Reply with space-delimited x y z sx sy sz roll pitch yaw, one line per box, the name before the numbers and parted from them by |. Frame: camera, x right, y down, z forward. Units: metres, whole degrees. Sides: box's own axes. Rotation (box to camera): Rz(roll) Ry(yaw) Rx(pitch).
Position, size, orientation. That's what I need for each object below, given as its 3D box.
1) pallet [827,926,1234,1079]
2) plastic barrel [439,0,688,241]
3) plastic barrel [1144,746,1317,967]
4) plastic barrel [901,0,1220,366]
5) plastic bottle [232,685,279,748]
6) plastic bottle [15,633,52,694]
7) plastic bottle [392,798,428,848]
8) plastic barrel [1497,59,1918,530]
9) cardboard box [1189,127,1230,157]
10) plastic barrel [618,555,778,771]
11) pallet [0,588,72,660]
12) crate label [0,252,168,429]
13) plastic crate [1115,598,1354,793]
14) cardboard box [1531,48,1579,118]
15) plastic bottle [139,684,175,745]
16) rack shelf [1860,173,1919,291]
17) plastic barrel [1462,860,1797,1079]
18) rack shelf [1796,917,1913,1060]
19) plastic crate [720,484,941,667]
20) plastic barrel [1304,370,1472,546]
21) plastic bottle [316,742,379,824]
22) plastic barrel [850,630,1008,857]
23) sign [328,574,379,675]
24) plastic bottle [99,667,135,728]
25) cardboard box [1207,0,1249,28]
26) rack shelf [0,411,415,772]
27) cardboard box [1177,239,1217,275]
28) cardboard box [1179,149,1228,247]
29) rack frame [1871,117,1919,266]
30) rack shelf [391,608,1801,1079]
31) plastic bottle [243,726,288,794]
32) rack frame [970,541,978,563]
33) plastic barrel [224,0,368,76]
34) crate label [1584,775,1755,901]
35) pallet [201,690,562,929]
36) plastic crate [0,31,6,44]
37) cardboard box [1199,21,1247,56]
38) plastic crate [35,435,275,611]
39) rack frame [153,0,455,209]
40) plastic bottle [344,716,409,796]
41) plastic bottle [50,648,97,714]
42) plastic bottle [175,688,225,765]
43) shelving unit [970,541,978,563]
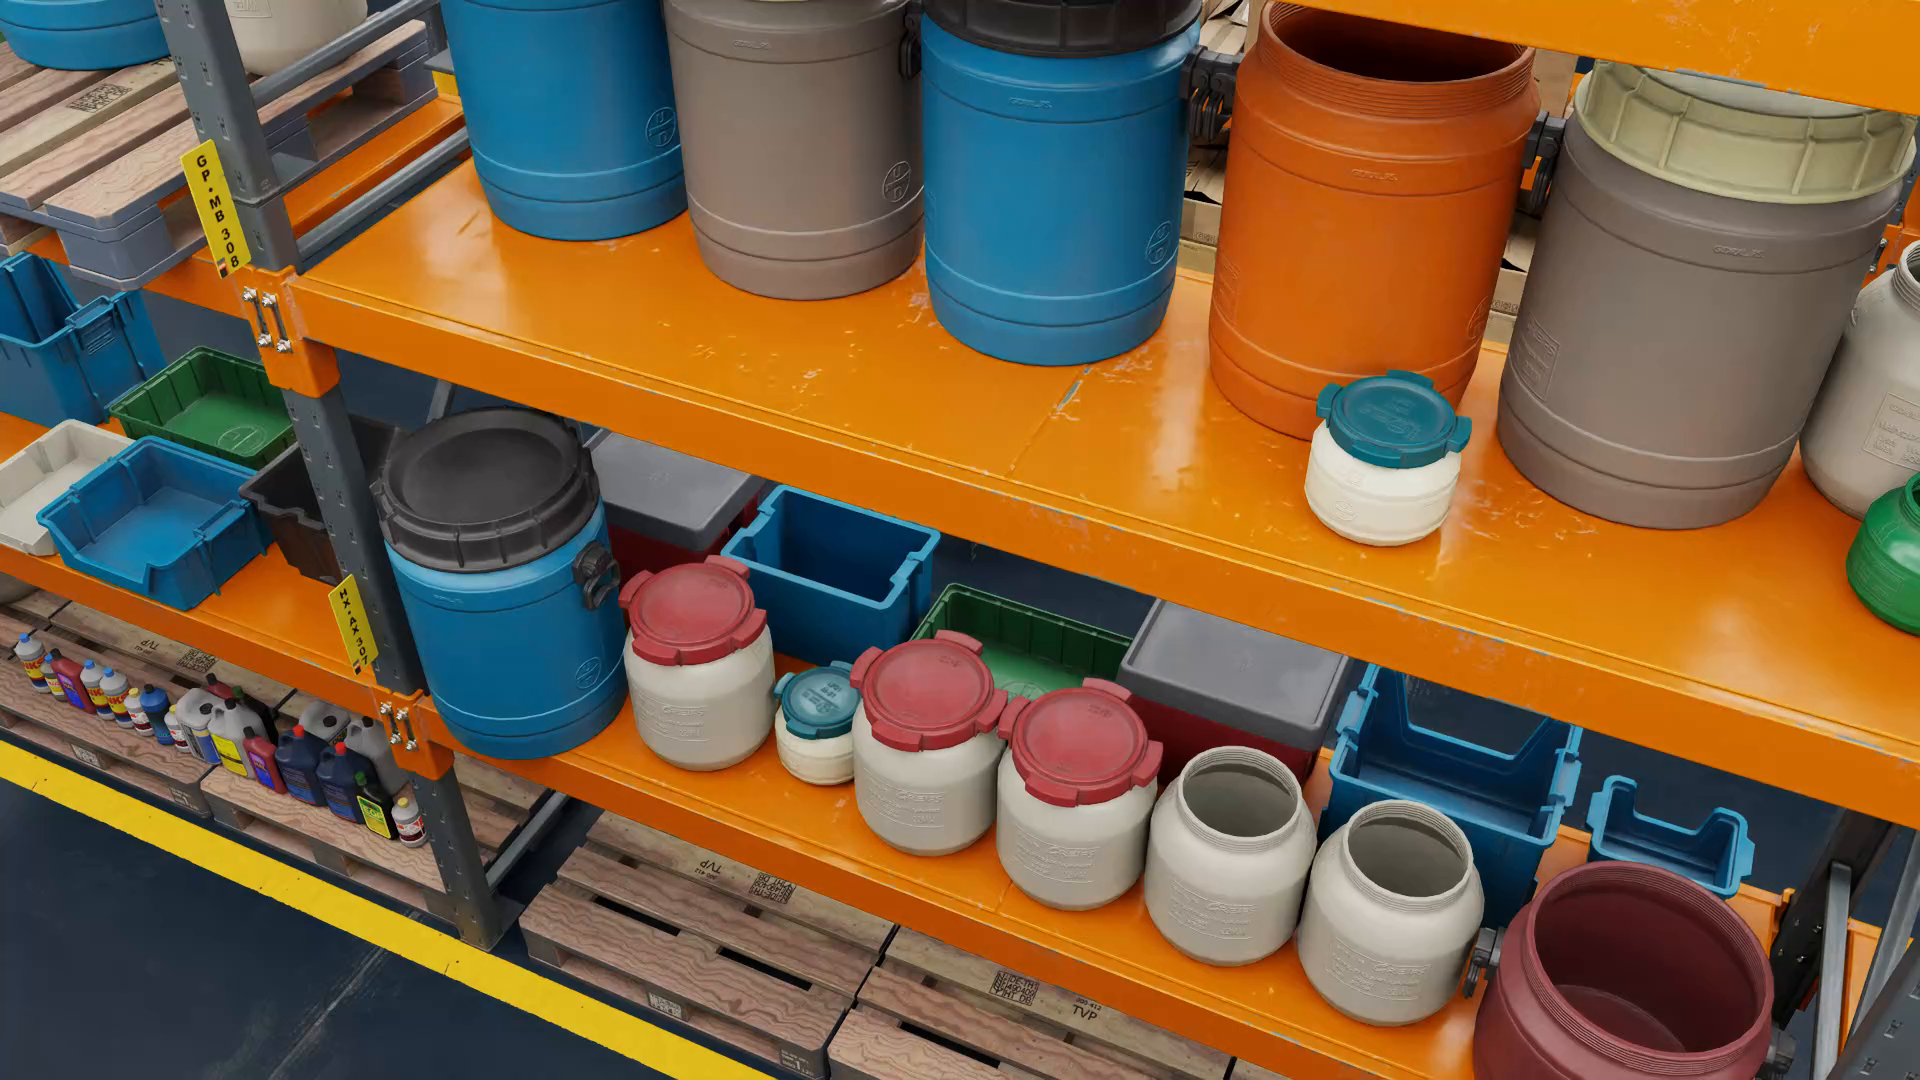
pallet | 0.315 1.616 5.609 1.213 0.211 1.003 17 44 19
plastic barrel | -0.970 -1.280 4.148 0.708 0.901 0.600 17 44 19
plastic barrel | 0.698 0.821 4.311 0.421 0.512 0.421 0 41 0
plastic barrel | 0.215 -0.918 3.730 0.708 0.901 0.600 17 44 19
plastic bottle | -2.675 0.673 6.305 0.133 0.283 0.061 17 44 19
plastic bottle | -3.636 0.475 6.543 0.097 0.271 0.097 0 41 0
plastic bottle | -1.983 1.006 5.984 0.097 0.201 0.097 0 41 0
plastic barrel | 1.450 -0.541 3.295 0.600 0.901 0.600 0 41 0
cardboard box | 1.537 -2.158 9.184 0.500 0.311 0.500 18 44 20
plastic barrel | -0.749 0.374 4.808 0.433 0.535 0.433 0 41 0
pallet | -4.325 0.198 7.245 1.213 0.211 1.003 17 44 19
crate label | -3.365 -0.741 6.172 0.616 0.435 0.502 17 44 19
plastic crate | 0.767 0.485 4.736 0.583 0.464 0.402 17 44 19
cardboard box | 2.672 -2.294 7.914 0.500 0.500 0.500 15 43 16
plastic bottle | -3.052 0.653 6.337 0.097 0.271 0.097 0 41 0
rack shelf | 6.012 -0.975 7.018 4.000 0.370 1.077 17 44 19
plastic barrel | 1.553 1.138 3.927 0.708 0.536 0.600 17 44 19
rack shelf | 3.915 1.964 3.627 4.000 0.370 1.077 17 44 19
plastic crate | -0.392 0.157 5.174 0.575 0.384 0.392 17 44 19
plastic barrel | 0.851 -0.157 3.340 0.301 0.262 0.301 0 41 0
plastic bottle | -2.228 0.858 6.041 0.185 0.351 0.144 16 43 18
plastic barrel | -0.084 0.577 4.574 0.433 0.535 0.433 0 41 0
sign | -1.765 0.249 4.845 0.005 0.325 0.100 17 44 19
plastic bottle | -3.235 0.597 6.402 0.097 0.271 0.097 0 41 0
cardboard box | 1.449 -2.723 8.588 0.258 0.266 0.396 16 43 18
rack shelf | -3.335 -0.252 6.183 4.000 0.370 1.077 17 44 19
cardboard box | 1.298 -1.627 9.000 0.500 0.250 0.500 18 44 20
cardboard box | 1.295 -1.836 8.813 0.500 0.311 0.500 17 44 18
rack frame | 4.200 -1.801 7.421 0.127 3.000 1.000 17 44 19
rack shelf | 0.290 0.856 4.905 4.000 0.370 1.077 17 44 19
plastic bottle | -2.567 0.810 6.147 0.133 0.283 0.061 20 45 21
rack frame | 0.099 -0.310 7.304 0.006 0.900 0.240 17 44 19
plastic barrel | -1.830 -1.540 4.424 0.421 0.512 0.421 0 41 0
crate label | 1.879 0.862 4.477 0.416 0.233 0.303 17 44 19
pallet | -2.114 0.873 6.465 1.213 0.211 1.003 17 44 19
plastic crate | -2.838 -1.621 5.086 0.450 0.188 0.336 17 44 19
cardboard box | 1.291 -2.447 8.359 0.250 0.149 0.380 17 44 19
plastic crate | -2.641 -0.059 5.525 0.616 0.251 0.499 17 44 19
rack frame | -1.523 -2.237 3.344 0.127 3.000 1.000 17 44 19
plastic bottle | -2.167 0.772 6.139 0.185 0.351 0.144 17 44 19
plastic bottle | -3.439 0.544 6.455 0.133 0.283 0.061 18 44 19
plastic bottle | -2.840 0.696 6.284 0.135 0.276 0.152 18 44 19
shelving unit | 0.007 -0.338 7.337 0.210 0.900 0.258 17 44 19
